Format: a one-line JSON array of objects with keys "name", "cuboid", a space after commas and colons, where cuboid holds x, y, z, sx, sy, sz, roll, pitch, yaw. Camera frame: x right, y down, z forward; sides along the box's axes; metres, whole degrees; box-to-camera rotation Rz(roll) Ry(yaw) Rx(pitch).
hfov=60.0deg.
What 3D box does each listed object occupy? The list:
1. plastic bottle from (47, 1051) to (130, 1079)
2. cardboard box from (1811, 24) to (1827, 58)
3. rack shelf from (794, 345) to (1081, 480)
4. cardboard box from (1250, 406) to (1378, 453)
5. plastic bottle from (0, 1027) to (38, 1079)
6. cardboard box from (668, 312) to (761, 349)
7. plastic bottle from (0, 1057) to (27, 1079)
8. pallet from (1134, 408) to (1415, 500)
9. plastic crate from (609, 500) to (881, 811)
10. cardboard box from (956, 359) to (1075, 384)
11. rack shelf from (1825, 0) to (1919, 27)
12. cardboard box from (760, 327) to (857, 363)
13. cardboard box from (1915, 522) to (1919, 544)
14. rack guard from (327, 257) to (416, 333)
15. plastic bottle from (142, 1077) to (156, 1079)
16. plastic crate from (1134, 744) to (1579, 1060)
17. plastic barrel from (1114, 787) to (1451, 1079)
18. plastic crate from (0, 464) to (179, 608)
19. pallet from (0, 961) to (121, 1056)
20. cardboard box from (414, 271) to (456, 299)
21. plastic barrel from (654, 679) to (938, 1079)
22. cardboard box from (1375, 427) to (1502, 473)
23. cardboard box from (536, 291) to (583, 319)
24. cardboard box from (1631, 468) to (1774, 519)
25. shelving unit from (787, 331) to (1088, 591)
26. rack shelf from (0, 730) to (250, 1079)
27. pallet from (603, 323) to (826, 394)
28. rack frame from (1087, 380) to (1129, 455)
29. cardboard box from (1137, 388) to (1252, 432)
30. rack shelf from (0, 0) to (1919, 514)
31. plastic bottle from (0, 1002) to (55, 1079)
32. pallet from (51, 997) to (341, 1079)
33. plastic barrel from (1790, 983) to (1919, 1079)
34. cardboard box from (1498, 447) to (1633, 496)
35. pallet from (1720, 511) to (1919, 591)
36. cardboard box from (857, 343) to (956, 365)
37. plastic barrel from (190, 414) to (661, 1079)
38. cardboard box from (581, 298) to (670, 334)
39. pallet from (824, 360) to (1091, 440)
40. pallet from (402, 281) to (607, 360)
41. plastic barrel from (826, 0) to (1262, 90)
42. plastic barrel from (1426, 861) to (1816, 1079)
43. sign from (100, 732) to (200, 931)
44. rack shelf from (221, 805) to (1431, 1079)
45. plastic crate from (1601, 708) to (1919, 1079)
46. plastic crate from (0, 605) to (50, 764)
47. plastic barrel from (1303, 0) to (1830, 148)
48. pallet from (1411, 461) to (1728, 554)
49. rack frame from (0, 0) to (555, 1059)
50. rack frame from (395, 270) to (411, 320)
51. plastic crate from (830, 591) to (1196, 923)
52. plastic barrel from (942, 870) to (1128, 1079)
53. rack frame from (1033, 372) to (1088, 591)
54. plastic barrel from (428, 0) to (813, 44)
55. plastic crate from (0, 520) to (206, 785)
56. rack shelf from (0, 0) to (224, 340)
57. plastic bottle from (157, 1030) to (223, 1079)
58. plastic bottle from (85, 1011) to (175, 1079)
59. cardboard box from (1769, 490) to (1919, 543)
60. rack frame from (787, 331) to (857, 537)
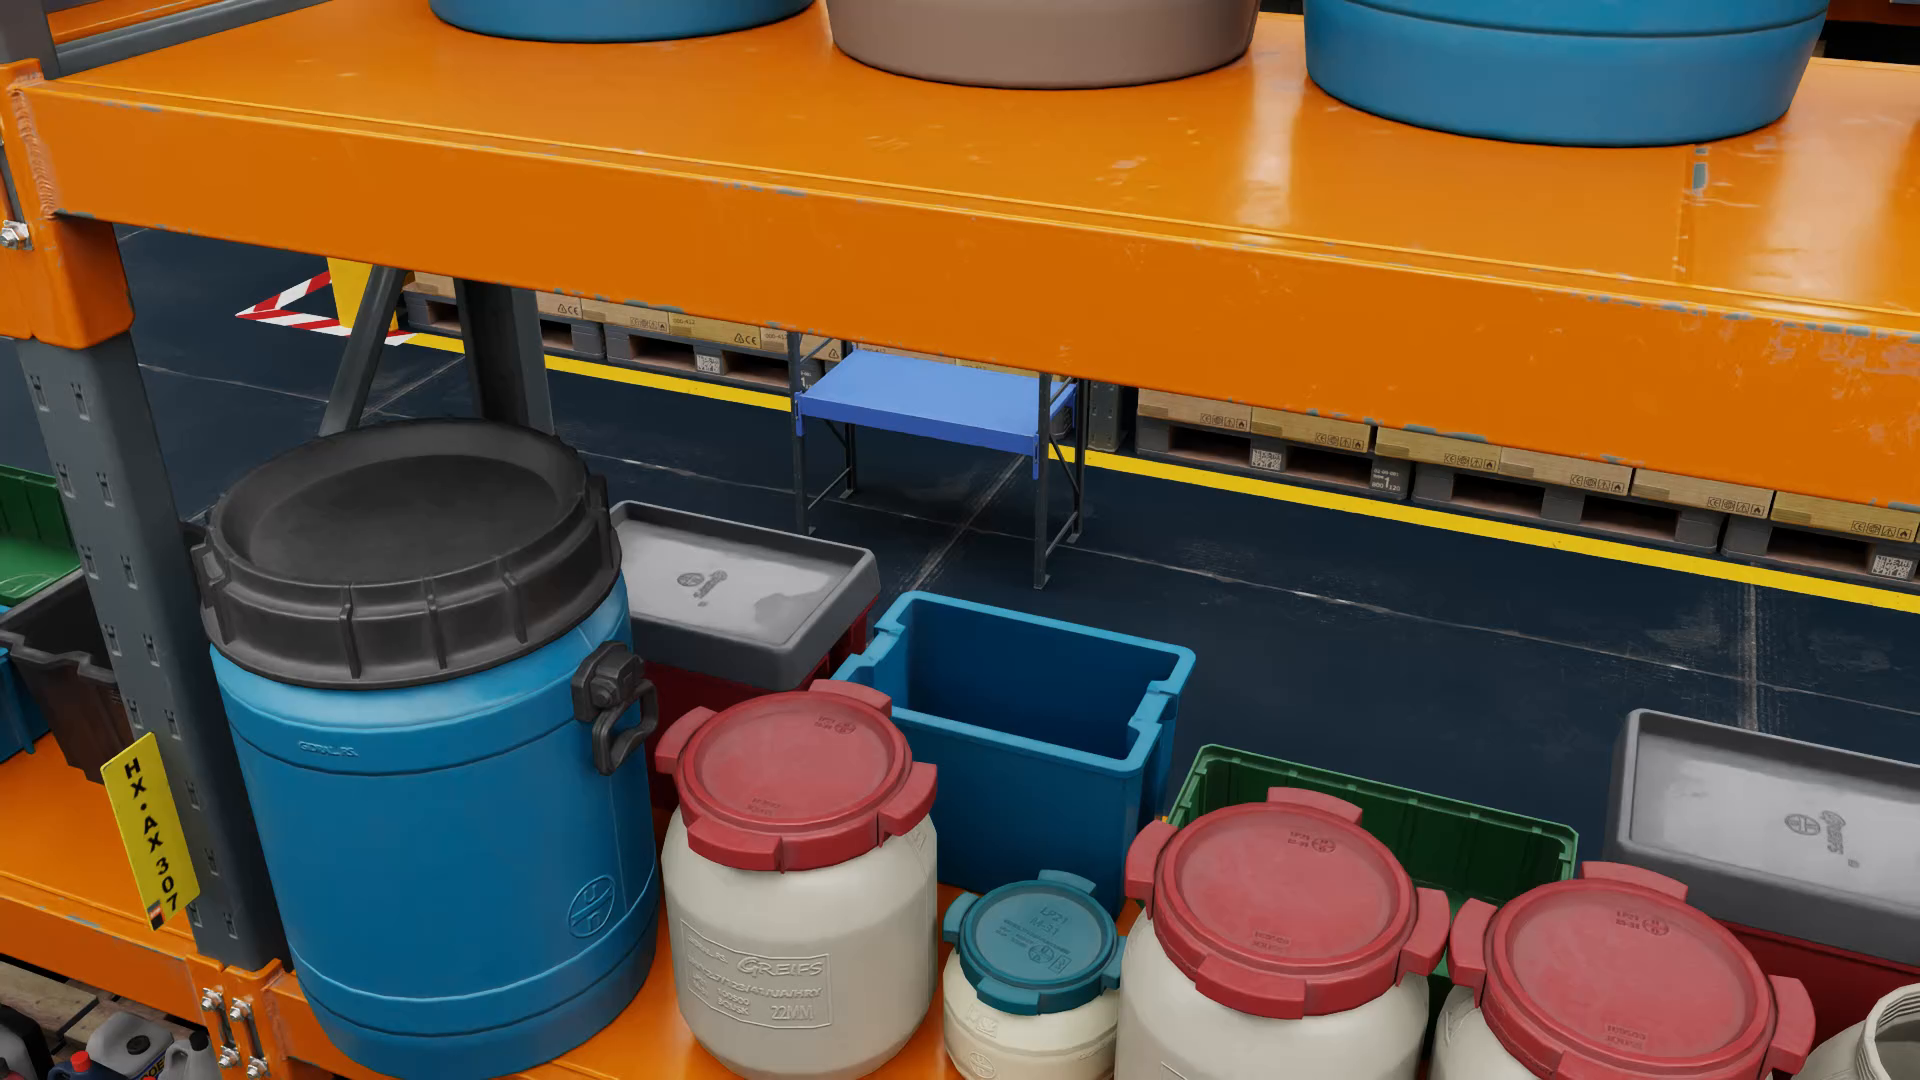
[{"name": "plastic bottle", "cuboid": [-1.932, 1.270, 3.700, 0.185, 0.351, 0.144, 10, 31, 17]}, {"name": "cardboard box", "cuboid": [5.191, -3.119, 10.551, 0.500, 0.250, 0.500, 12, 32, 20]}, {"name": "rack shelf", "cuboid": [-0.079, -0.512, 6.497, 1.000, 0.185, 0.538, 11, 31, 19]}, {"name": "cardboard box", "cuboid": [1.571, -0.629, 7.183, 0.500, 0.250, 0.500, 12, 32, 20]}, {"name": "plastic bottle", "cuboid": [-2.231, 1.210, 3.805, 0.185, 0.351, 0.144, 11, 31, 19]}, {"name": "cardboard box", "cuboid": [-1.087, -1.173, 8.145, 0.500, 0.250, 0.500, 11, 31, 19]}, {"name": "plastic bottle", "cuboid": [-2.098, 1.288, 3.736, 0.133, 0.283, 0.061, 13, 32, 22]}, {"name": "pallet", "cuboid": [1.514, -0.594, 7.586, 1.213, 0.211, 1.003, 11, 31, 19]}, {"name": "plastic crate", "cuboid": [-0.485, 0.254, 3.188, 0.583, 0.464, 0.402, 11, 31, 19]}, {"name": "cardboard box", "cuboid": [0.305, -0.898, 7.658, 0.500, 0.250, 0.500, 11, 31, 19]}, {"name": "rack shelf", "cuboid": [4.529, -3.502, 10.629, 4.000, 0.370, 1.077, 11, 31, 19]}, {"name": "cardboard box", "cuboid": [-0.623, -1.081, 7.982, 0.500, 0.250, 0.500, 11, 31, 19]}, {"name": "cardboard box", "cuboid": [3.944, -0.158, 6.349, 0.500, 0.250, 0.500, 12, 32, 20]}, {"name": "rack guard", "cuboid": [-2.912, -1.583, 9.042, 0.348, 0.500, 1.175, 11, 31, 19]}, {"name": "plastic bottle", "cuboid": [-1.754, 1.305, 3.637, 0.185, 0.351, 0.144, 10, 31, 18]}, {"name": "plastic crate", "cuboid": [0.671, 0.617, 2.825, 0.662, 0.188, 0.450, 11, 31, 19]}, {"name": "plastic barrel", "cuboid": [0.435, 0.685, 2.351, 0.433, 0.535, 0.433, 0, 29, 0]}, {"name": "plastic crate", "cuboid": [-2.201, 0.044, 3.839, 0.662, 0.188, 0.450, 11, 31, 19]}, {"name": "pallet", "cuboid": [-2.790, 1.177, 4.453, 1.213, 0.211, 1.003, 11, 31, 19]}, {"name": "cardboard box", "cuboid": [-2.476, -1.451, 8.637, 0.500, 0.250, 0.500, 11, 31, 19]}, {"name": "plastic barrel", "cuboid": [-0.245, 0.549, 2.592, 0.433, 0.535, 0.433, 0, 29, 0]}, {"name": "cardboard box", "cuboid": [2.052, -0.535, 7.015, 0.500, 0.250, 0.500, 10, 31, 18]}, {"name": "cardboard box", "cuboid": [-2.012, -1.361, 8.476, 0.500, 0.250, 0.500, 11, 31, 19]}, {"name": "cardboard box", "cuboid": [3.000, -0.346, 6.682, 0.500, 0.250, 0.500, 12, 32, 20]}, {"name": "shelving unit", "cuboid": [-0.079, -0.669, 6.409, 1.048, 1.500, 0.538, 11, 31, 19]}, {"name": "rack shelf", "cuboid": [-2.902, 0.275, 3.947, 4.000, 0.370, 1.077, 11, 31, 19]}, {"name": "pallet", "cuboid": [-1.039, -1.104, 8.488, 1.213, 0.211, 1.003, 11, 31, 19]}, {"name": "rack frame", "cuboid": [0.817, -1.926, 7.110, 0.127, 3.000, 1.000, 11, 31, 19]}, {"name": "cardboard box", "cuboid": [1.098, -0.725, 7.351, 0.500, 0.250, 0.500, 11, 31, 18]}, {"name": "rack shelf", "cuboid": [0.804, -0.291, 1.899, 4.000, 0.370, 1.077, 11, 31, 19]}, {"name": "plastic bottle", "cuboid": [-2.216, 1.188, 3.913, 0.133, 0.283, 0.061, 11, 31, 19]}, {"name": "pallet", "cuboid": [-1.655, 1.402, 4.055, 1.213, 0.211, 1.003, 11, 31, 19]}, {"name": "plastic barrel", "cuboid": [1.234, 0.852, 2.081, 0.421, 0.512, 0.421, 0, 29, 0]}, {"name": "cardboard box", "cuboid": [2.523, -0.440, 6.848, 0.500, 0.250, 0.500, 12, 32, 20]}, {"name": "pallet", "cuboid": [3.775, -0.142, 6.788, 1.213, 0.211, 1.003, 11, 31, 19]}, {"name": "cardboard box", "cuboid": [-0.155, -0.995, 7.830, 0.500, 0.250, 0.500, 11, 31, 19]}, {"name": "plastic barrel", "cuboid": [-0.805, 0.323, 2.621, 0.708, 0.901, 0.600, 11, 31, 19]}, {"name": "cardboard box", "cuboid": [-1.548, -1.268, 8.312, 0.500, 0.250, 0.500, 11, 31, 19]}, {"name": "pallet", "cuboid": [0.096, -0.879, 8.090, 1.213, 0.211, 1.003, 11, 31, 19]}, {"name": "pallet", "cuboid": [-2.165, -1.330, 8.888, 1.213, 0.211, 1.003, 11, 31, 19]}, {"name": "plastic barrel", "cuboid": [0.110, -1.076, 2.048, 0.600, 0.901, 0.600, 0, 29, 0]}, {"name": "plastic barrel", "cuboid": [0.836, 0.765, 2.210, 0.433, 0.535, 0.433, 0, 29, 0]}, {"name": "sign", "cuboid": [-1.266, 0.460, 2.607, 0.005, 0.325, 0.100, 11, 31, 19]}, {"name": "rack shelf", "cuboid": [0.804, 1.015, 2.637, 4.000, 0.370, 1.077, 11, 31, 19]}, {"name": "plastic crate", "cuboid": [1.275, 0.605, 2.566, 0.583, 0.464, 0.402, 11, 31, 19]}, {"name": "plastic crate", "cuboid": [-2.176, 0.315, 3.295, 0.616, 0.251, 0.499, 11, 31, 19]}, {"name": "plastic barrel", "cuboid": [0.716, -0.955, 1.834, 0.708, 0.901, 0.600, 11, 31, 19]}, {"name": "pallet", "cuboid": [2.649, -0.369, 7.188, 1.213, 0.211, 1.003, 11, 31, 19]}, {"name": "rack frame", "cuboid": [-1.050, 0.333, 3.112, 0.053, 2.616, 0.949, 11, 31, 19]}, {"name": "rack frame", "cuboid": [-2.890, -2.666, 8.419, 0.127, 3.000, 1.000, 11, 31, 19]}, {"name": "plastic crate", "cuboid": [0.090, 0.401, 3.009, 0.575, 0.384, 0.392, 11, 31, 19]}, {"name": "plastic barrel", "cuboid": [0.120, 0.707, 2.592, 0.301, 0.262, 0.301, 0, 29, 0]}, {"name": "rack frame", "cuboid": [0.392, -0.575, 6.242, 0.032, 1.500, 0.500, 11, 31, 19]}, {"name": "plastic barrel", "cuboid": [-0.496, -1.197, 2.262, 0.708, 0.901, 0.600, 11, 31, 19]}, {"name": "plastic crate", "cuboid": [-1.486, 0.204, 3.404, 0.504, 0.338, 0.767, 11, 31, 19]}, {"name": "rack shelf", "cuboid": [-2.902, -1.031, 3.209, 4.000, 0.370, 1.077, 11, 31, 19]}, {"name": "plastic bottle", "cuboid": [-1.700, 1.240, 3.753, 0.185, 0.351, 0.144, 11, 31, 19]}, {"name": "plastic bottle", "cuboid": [-1.899, 1.230, 3.846, 0.135, 0.276, 0.152, 11, 31, 19]}, {"name": "cardboard box", "cuboid": [3.465, -0.252, 6.515, 0.500, 0.250, 0.500, 11, 31, 19]}, {"name": "rack frame", "cuboid": [-0.550, -0.763, 6.575, 0.032, 1.500, 0.500, 11, 31, 19]}]
